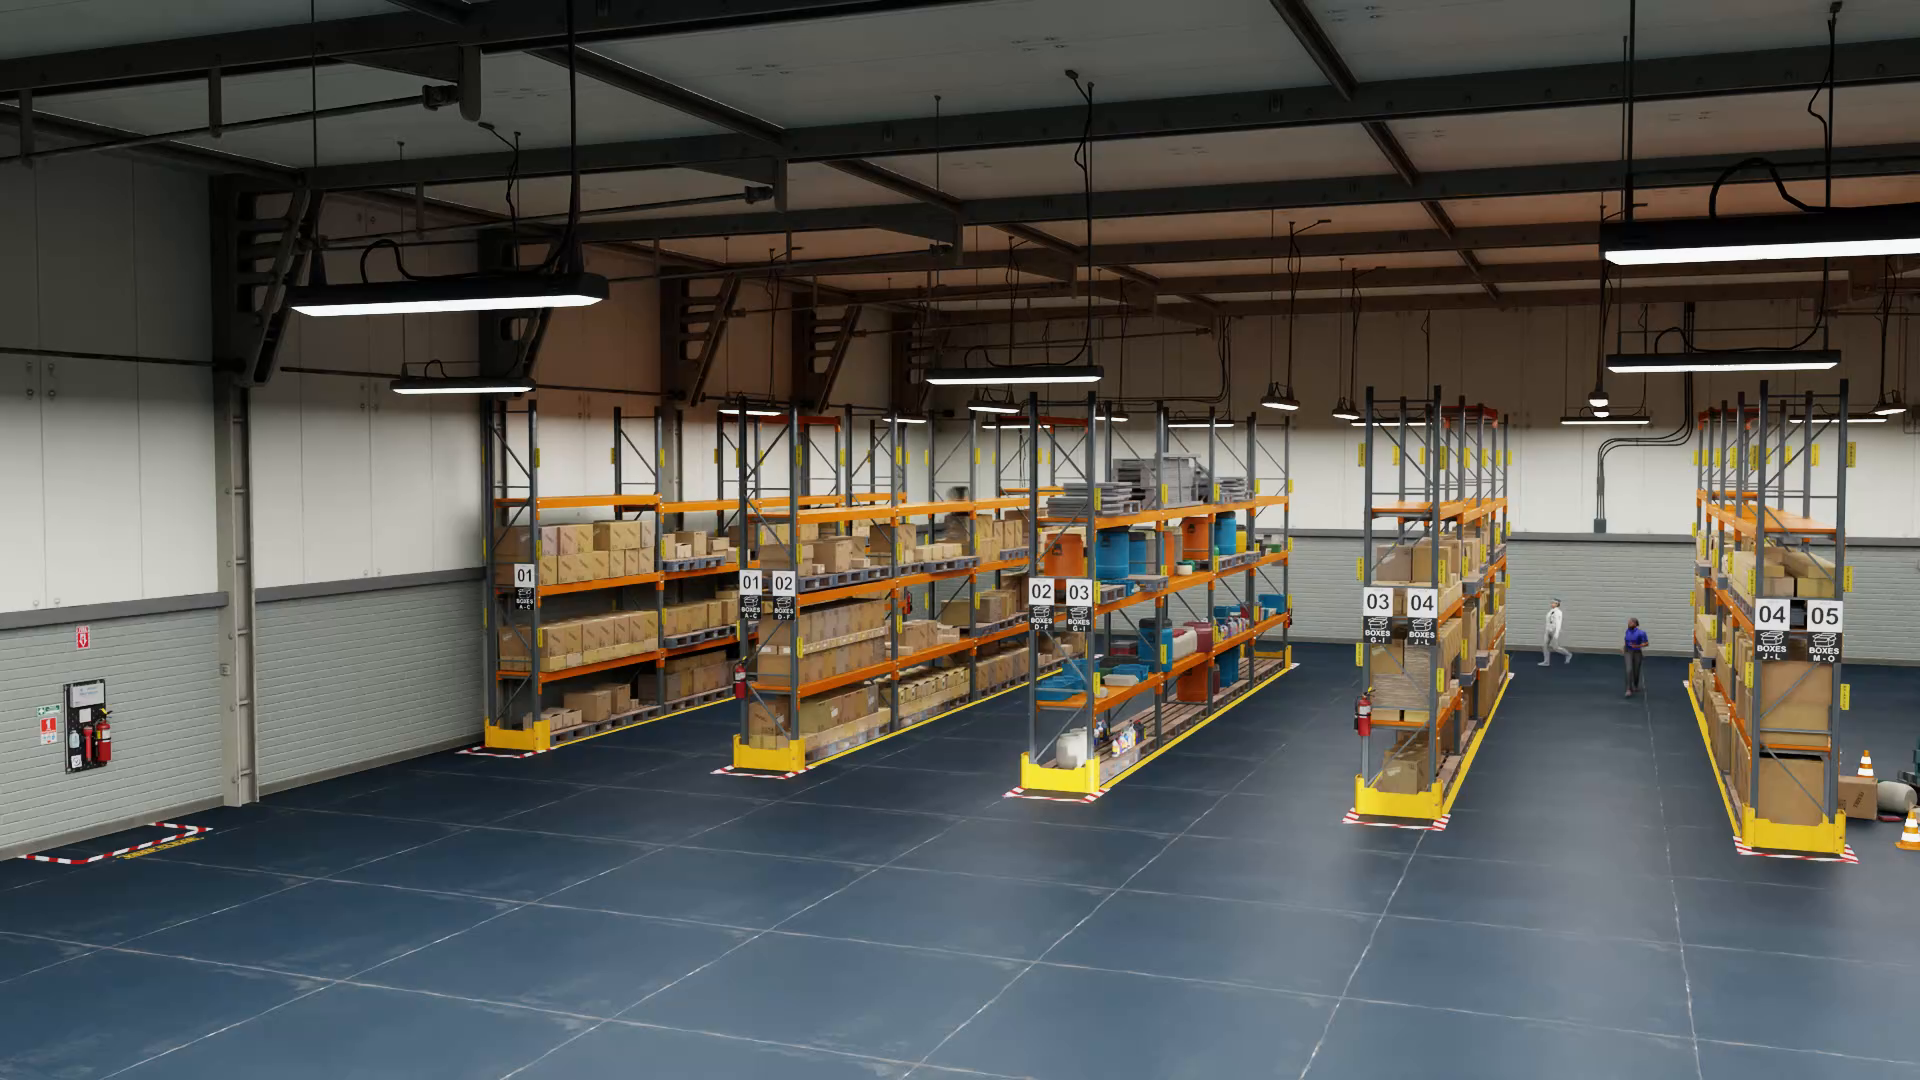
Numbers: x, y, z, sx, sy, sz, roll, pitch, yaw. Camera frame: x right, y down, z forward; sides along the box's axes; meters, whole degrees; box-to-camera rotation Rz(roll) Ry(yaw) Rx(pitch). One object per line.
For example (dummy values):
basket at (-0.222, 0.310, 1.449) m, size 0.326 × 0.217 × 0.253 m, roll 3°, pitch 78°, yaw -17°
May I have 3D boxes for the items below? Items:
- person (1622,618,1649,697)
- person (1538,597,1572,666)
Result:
person at (14.175, 2.436, 34.901) m, size 0.525 × 1.609 × 1.006 m, roll 1°, pitch 3°, yaw 24°
person at (14.260, 2.192, 39.859) m, size 0.751 × 1.655 × 0.498 m, roll -1°, pitch 3°, yaw -12°
